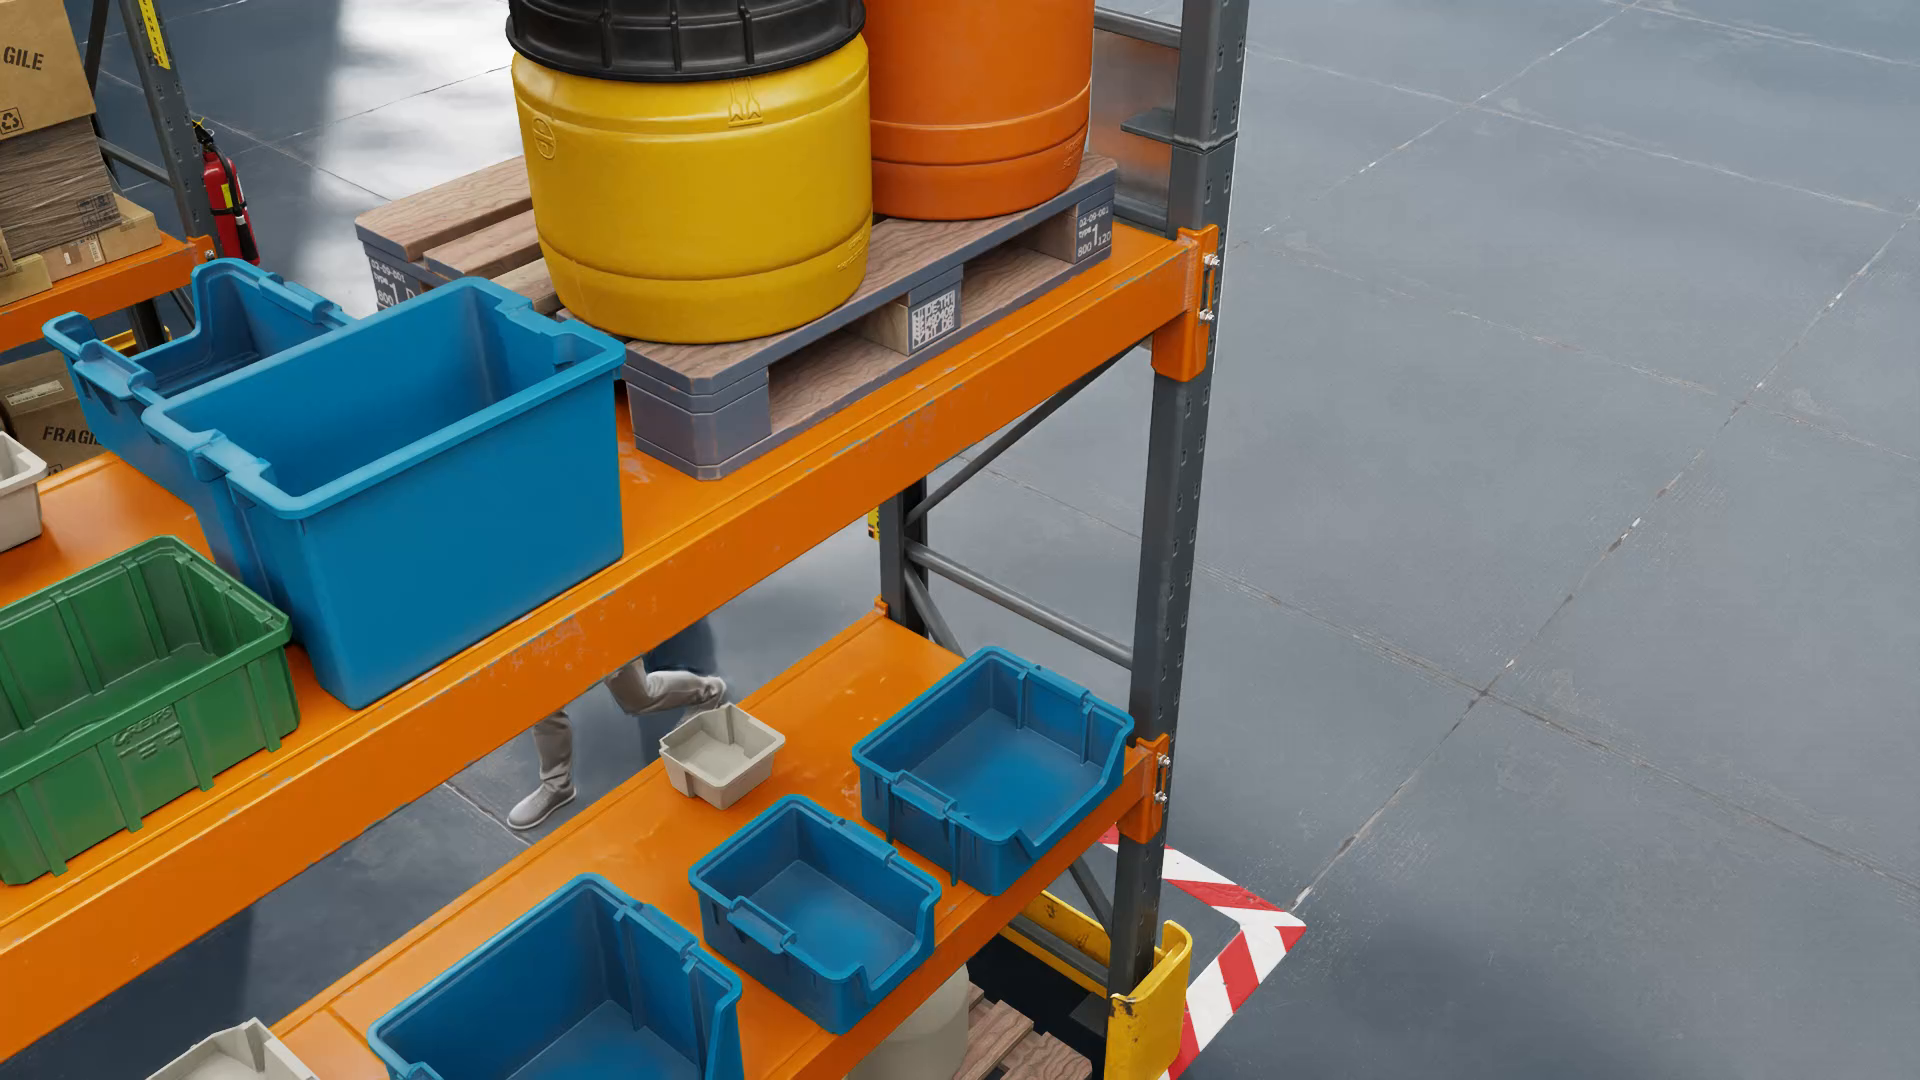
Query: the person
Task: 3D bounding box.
[{"bbox_3d":[-1.257,0.221,5.797,0.484,1.646,0.916,24,42,30],"label":"person"}]
